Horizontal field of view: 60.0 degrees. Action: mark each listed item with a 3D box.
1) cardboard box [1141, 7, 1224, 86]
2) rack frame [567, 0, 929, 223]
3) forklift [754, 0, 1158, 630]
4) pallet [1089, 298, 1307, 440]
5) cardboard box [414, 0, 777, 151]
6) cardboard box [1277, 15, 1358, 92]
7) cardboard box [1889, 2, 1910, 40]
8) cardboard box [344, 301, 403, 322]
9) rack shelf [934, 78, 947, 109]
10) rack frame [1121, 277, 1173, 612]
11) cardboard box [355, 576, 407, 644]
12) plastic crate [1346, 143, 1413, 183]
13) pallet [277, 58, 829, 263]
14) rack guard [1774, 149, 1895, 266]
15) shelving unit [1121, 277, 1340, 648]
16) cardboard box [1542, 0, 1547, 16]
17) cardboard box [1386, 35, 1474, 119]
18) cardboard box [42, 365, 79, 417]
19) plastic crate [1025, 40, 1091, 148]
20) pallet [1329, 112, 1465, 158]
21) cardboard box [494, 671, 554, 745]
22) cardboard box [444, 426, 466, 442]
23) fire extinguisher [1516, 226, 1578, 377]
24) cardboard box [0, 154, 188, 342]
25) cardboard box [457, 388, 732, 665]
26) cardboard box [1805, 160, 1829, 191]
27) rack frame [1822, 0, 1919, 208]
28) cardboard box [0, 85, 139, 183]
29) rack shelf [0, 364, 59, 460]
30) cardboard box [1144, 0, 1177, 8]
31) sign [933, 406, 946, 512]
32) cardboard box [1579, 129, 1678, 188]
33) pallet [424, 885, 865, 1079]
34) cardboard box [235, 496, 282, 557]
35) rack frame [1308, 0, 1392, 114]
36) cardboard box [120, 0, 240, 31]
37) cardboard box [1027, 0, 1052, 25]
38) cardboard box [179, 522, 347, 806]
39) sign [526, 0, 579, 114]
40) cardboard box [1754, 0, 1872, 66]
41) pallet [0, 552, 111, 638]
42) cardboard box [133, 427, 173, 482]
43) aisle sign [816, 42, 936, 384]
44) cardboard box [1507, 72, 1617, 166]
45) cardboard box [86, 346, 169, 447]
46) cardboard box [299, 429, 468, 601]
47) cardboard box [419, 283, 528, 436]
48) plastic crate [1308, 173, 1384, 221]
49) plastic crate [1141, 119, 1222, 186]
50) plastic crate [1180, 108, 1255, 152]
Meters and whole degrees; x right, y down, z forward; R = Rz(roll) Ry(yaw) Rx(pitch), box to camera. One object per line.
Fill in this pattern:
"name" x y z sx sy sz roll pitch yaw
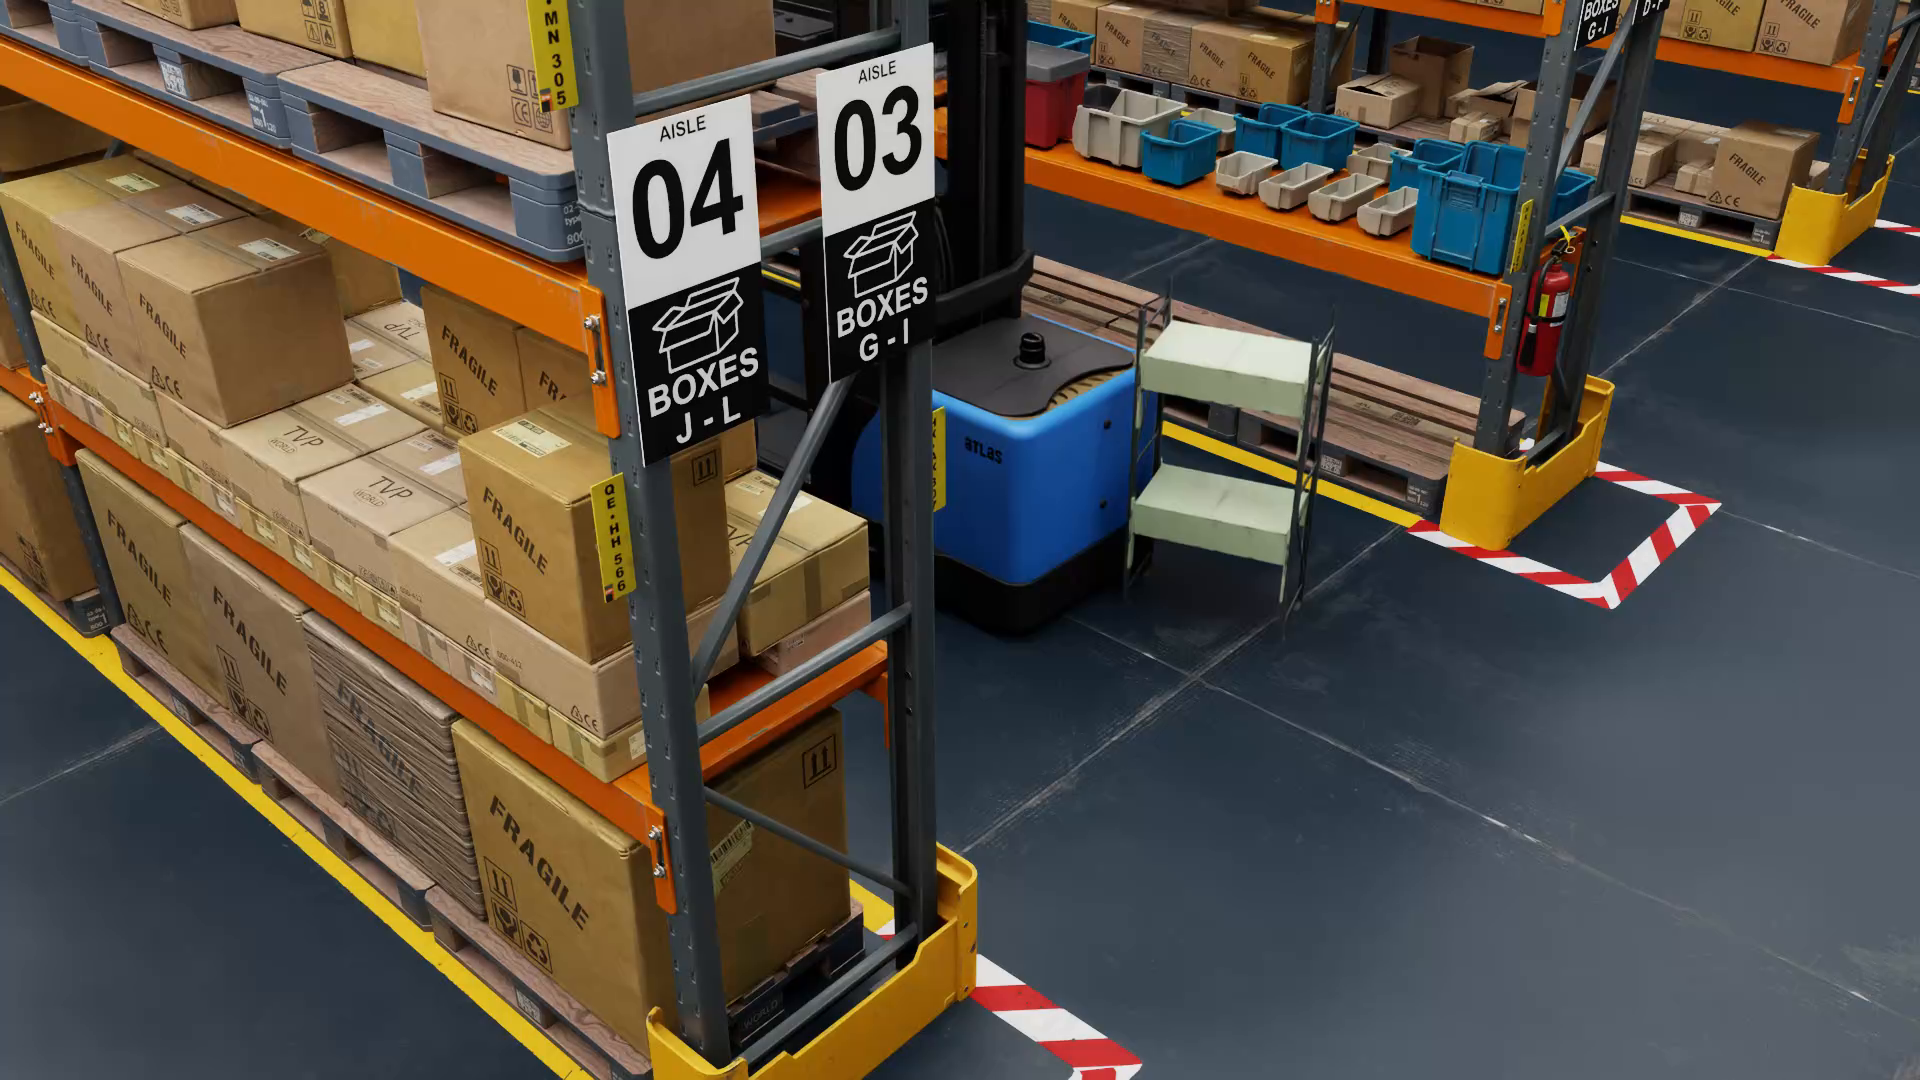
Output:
"cardboard box" 1.940 -4.306 14.492 0.500 0.500 0.500 26 39 36
"rack frame" -0.454 -2.178 3.144 0.127 3.000 1.000 25 39 35
"forklift" -0.502 -1.492 7.887 3.031 2.935 1.130 25 39 35
"pallet" 1.384 -1.030 9.757 1.213 0.211 1.003 25 39 35
"cardboard box" -0.875 -1.318 4.022 0.500 0.500 0.700 22 38 32
"cardboard box" 3.035 -4.158 14.245 0.500 0.500 0.500 23 38 33
"cardboard box" 8.560 -4.777 15.293 0.500 0.500 0.700 25 39 35
"cardboard box" -2.531 -0.825 6.569 0.500 0.250 0.500 26 40 36
"rack shelf" -1.579 -3.271 11.472 4.000 0.370 1.077 25 39 35
"rack frame" 0.837 -0.408 7.474 0.023 1.500 0.400 13 33 20
"cardboard box" -1.697 0.149 5.338 0.250 0.149 0.380 24 39 34
"plastic crate" 2.222 -2.004 8.868 0.298 0.136 0.250 25 39 35
"pallet" -1.011 -1.108 4.360 1.213 0.211 1.003 25 39 35
"rack guard" 6.140 -2.351 11.670 0.348 0.500 1.175 25 39 35
"shelving unit" 1.172 -0.332 7.347 0.755 1.500 0.431 13 33 20
"cardboard box" 4.555 -4.016 11.916 0.500 0.500 0.500 24 39 34
"cardboard box" 3.843 -3.808 13.665 0.500 0.500 0.500 25 39 35
"cardboard box" -3.424 -0.655 6.674 0.250 0.149 0.380 25 39 35
"plastic crate" 0.398 -2.535 9.432 0.583 0.464 0.402 25 39 35
"pallet" 3.739 -3.347 13.605 1.213 0.211 1.003 25 39 35
"cardboard box" -1.133 0.413 4.900 0.250 0.149 0.380 25 39 36
"cardboard box" -1.389 -0.293 5.686 0.500 0.250 0.500 24 38 34
"fire extinguisher" 2.677 -1.083 7.578 0.183 0.674 0.296 25 39 35
"cardboard box" -3.236 -1.114 6.321 0.500 0.500 0.500 25 39 35
"cardboard box" -0.992 -0.061 4.573 0.500 0.500 0.500 26 39 36
"cardboard box" 6.116 -2.639 12.062 0.250 0.149 0.380 25 39 35
"rack frame" 6.196 -3.395 10.981 0.127 3.000 1.000 25 39 35
"cardboard box" -3.899 -1.683 7.068 0.637 0.503 0.797 24 38 34
"rack shelf" -4.903 -1.377 8.326 4.000 0.370 1.077 25 39 35
"cardboard box" 1.893 -4.689 15.128 0.500 0.500 0.500 23 38 33
"sign" -0.077 -0.223 4.796 0.005 0.325 0.100 25 39 35
"cardboard box" 4.944 -2.840 12.298 0.500 0.250 0.500 25 39 35
"pallet" -1.099 1.340 5.820 1.213 0.211 1.003 25 39 35
"cardboard box" -2.267 -0.117 5.779 0.250 0.149 0.380 24 38 34
"rack frame" 3.231 -4.780 13.281 0.127 3.000 1.000 25 39 35
"cardboard box" -2.111 -1.872 4.943 0.500 0.500 0.700 27 40 37
"cardboard box" 0.803 -4.836 15.371 0.500 0.500 0.500 23 38 33
"cardboard box" -2.317 0.308 6.483 0.875 0.875 0.875 25 39 35
"sign" -0.828 -1.036 3.373 0.005 0.325 0.100 25 39 35
"cardboard box" 5.682 -3.489 11.040 0.500 0.500 0.500 26 40 36
"pallet" -4.042 -0.036 8.105 1.213 0.211 1.003 25 39 35
"cardboard box" -2.837 -0.383 6.222 0.250 0.149 0.380 24 38 34
"aisle sign" -0.199 -0.812 4.170 0.004 0.787 0.394 25 39 35
"cardboard box" 4.627 -3.250 12.735 0.637 0.503 0.797 25 39 35
"cardboard box" -2.882 -0.619 6.227 0.500 0.250 0.500 25 39 35
"cardboard box" -1.745 -0.090 5.347 0.500 0.250 0.500 24 38 34
"cardboard box" -1.388 -0.612 5.488 0.500 0.500 0.500 24 38 34
"plastic crate" 1.938 -1.734 8.419 0.243 0.136 0.396 25 39 35
"plastic crate" 1.175 -2.069 8.883 0.300 0.233 0.416 25 39 35
"plastic crate" 1.397 -2.312 9.379 0.466 0.136 0.293 25 39 35
